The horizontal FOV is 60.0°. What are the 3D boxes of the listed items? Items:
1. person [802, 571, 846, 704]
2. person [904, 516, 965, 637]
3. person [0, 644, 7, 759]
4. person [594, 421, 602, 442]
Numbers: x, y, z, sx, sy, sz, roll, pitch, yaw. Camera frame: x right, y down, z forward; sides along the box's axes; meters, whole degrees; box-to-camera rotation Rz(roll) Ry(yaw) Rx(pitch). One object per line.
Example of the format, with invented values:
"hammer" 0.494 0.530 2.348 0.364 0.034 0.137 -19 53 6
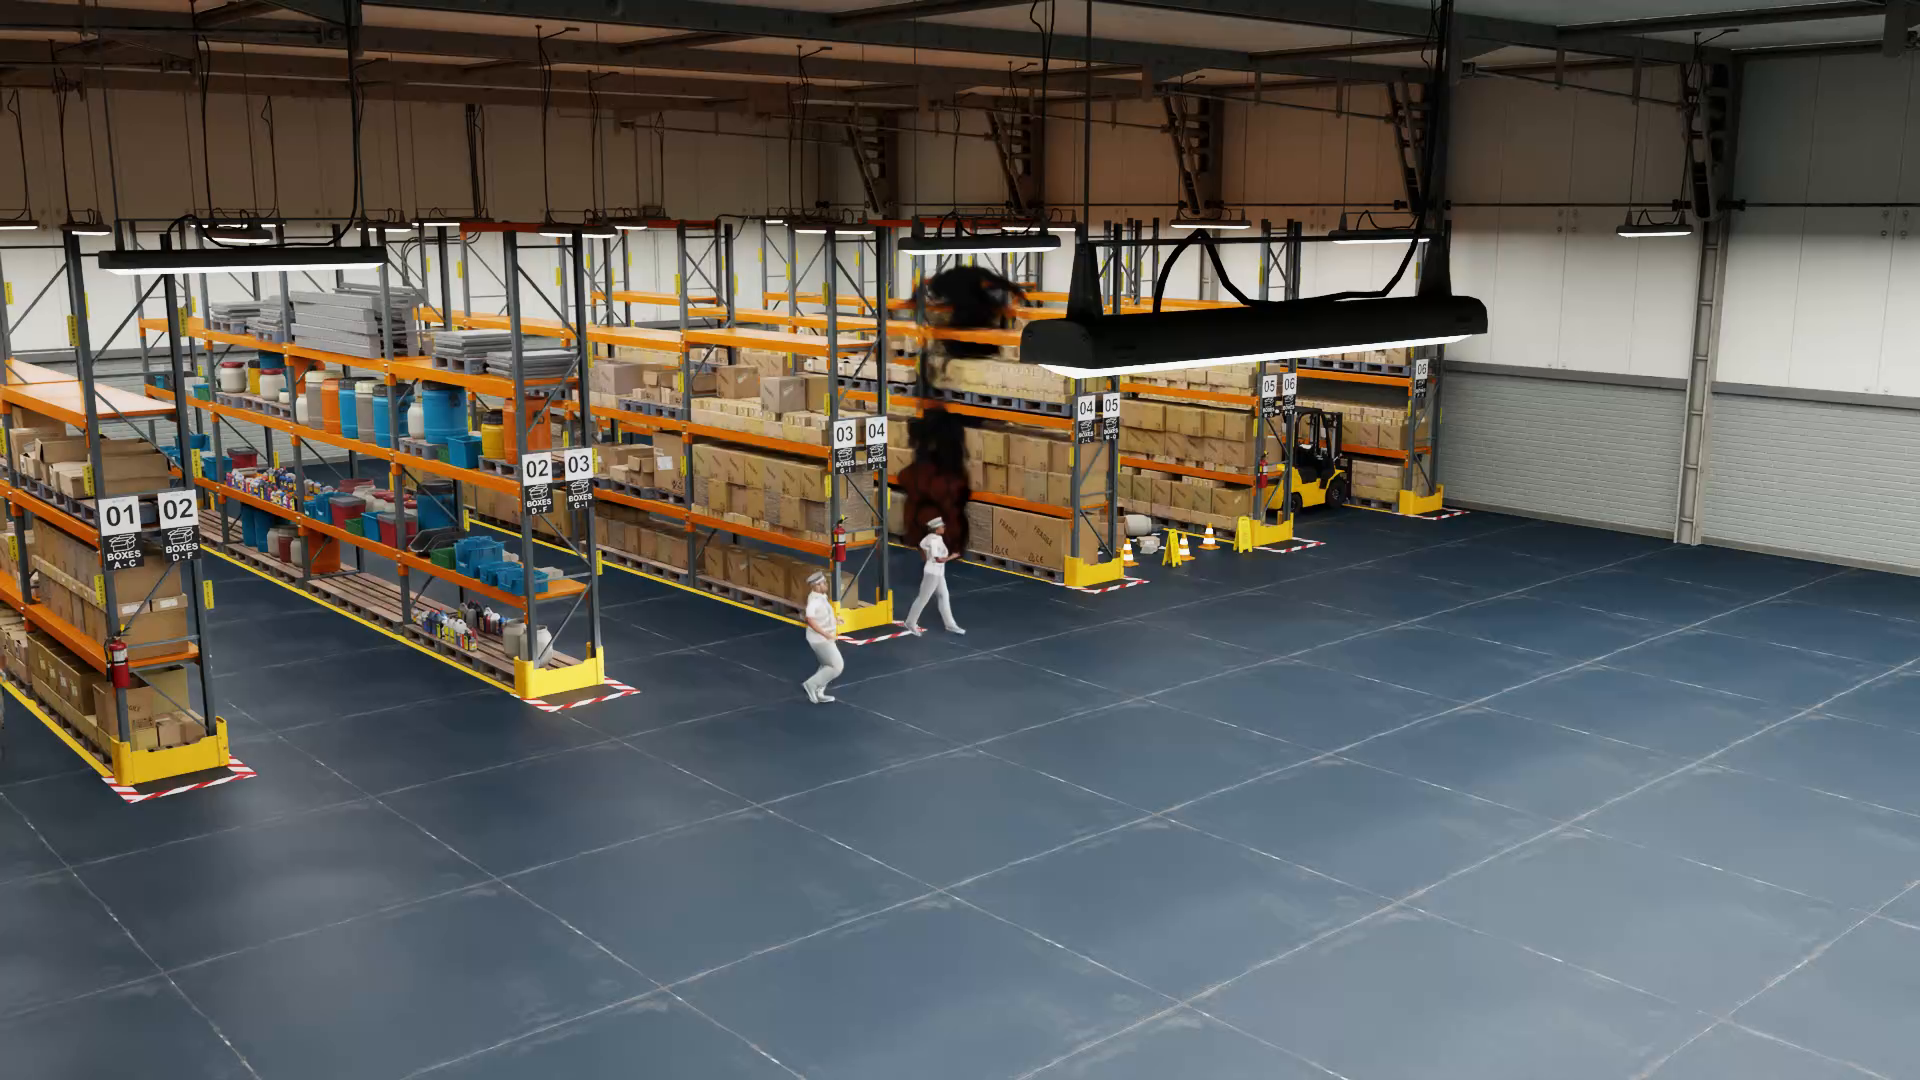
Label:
"person" -1.735 1.244 21.292 0.611 1.733 0.656 -2 12 -11
"person" -0.363 0.514 23.685 0.875 1.725 0.576 0 11 1
"person" -11.275 1.691 19.132 0.597 1.734 0.691 8 14 35
"person" -8.375 -2.038 37.525 0.736 1.732 0.814 -7 13 -31
